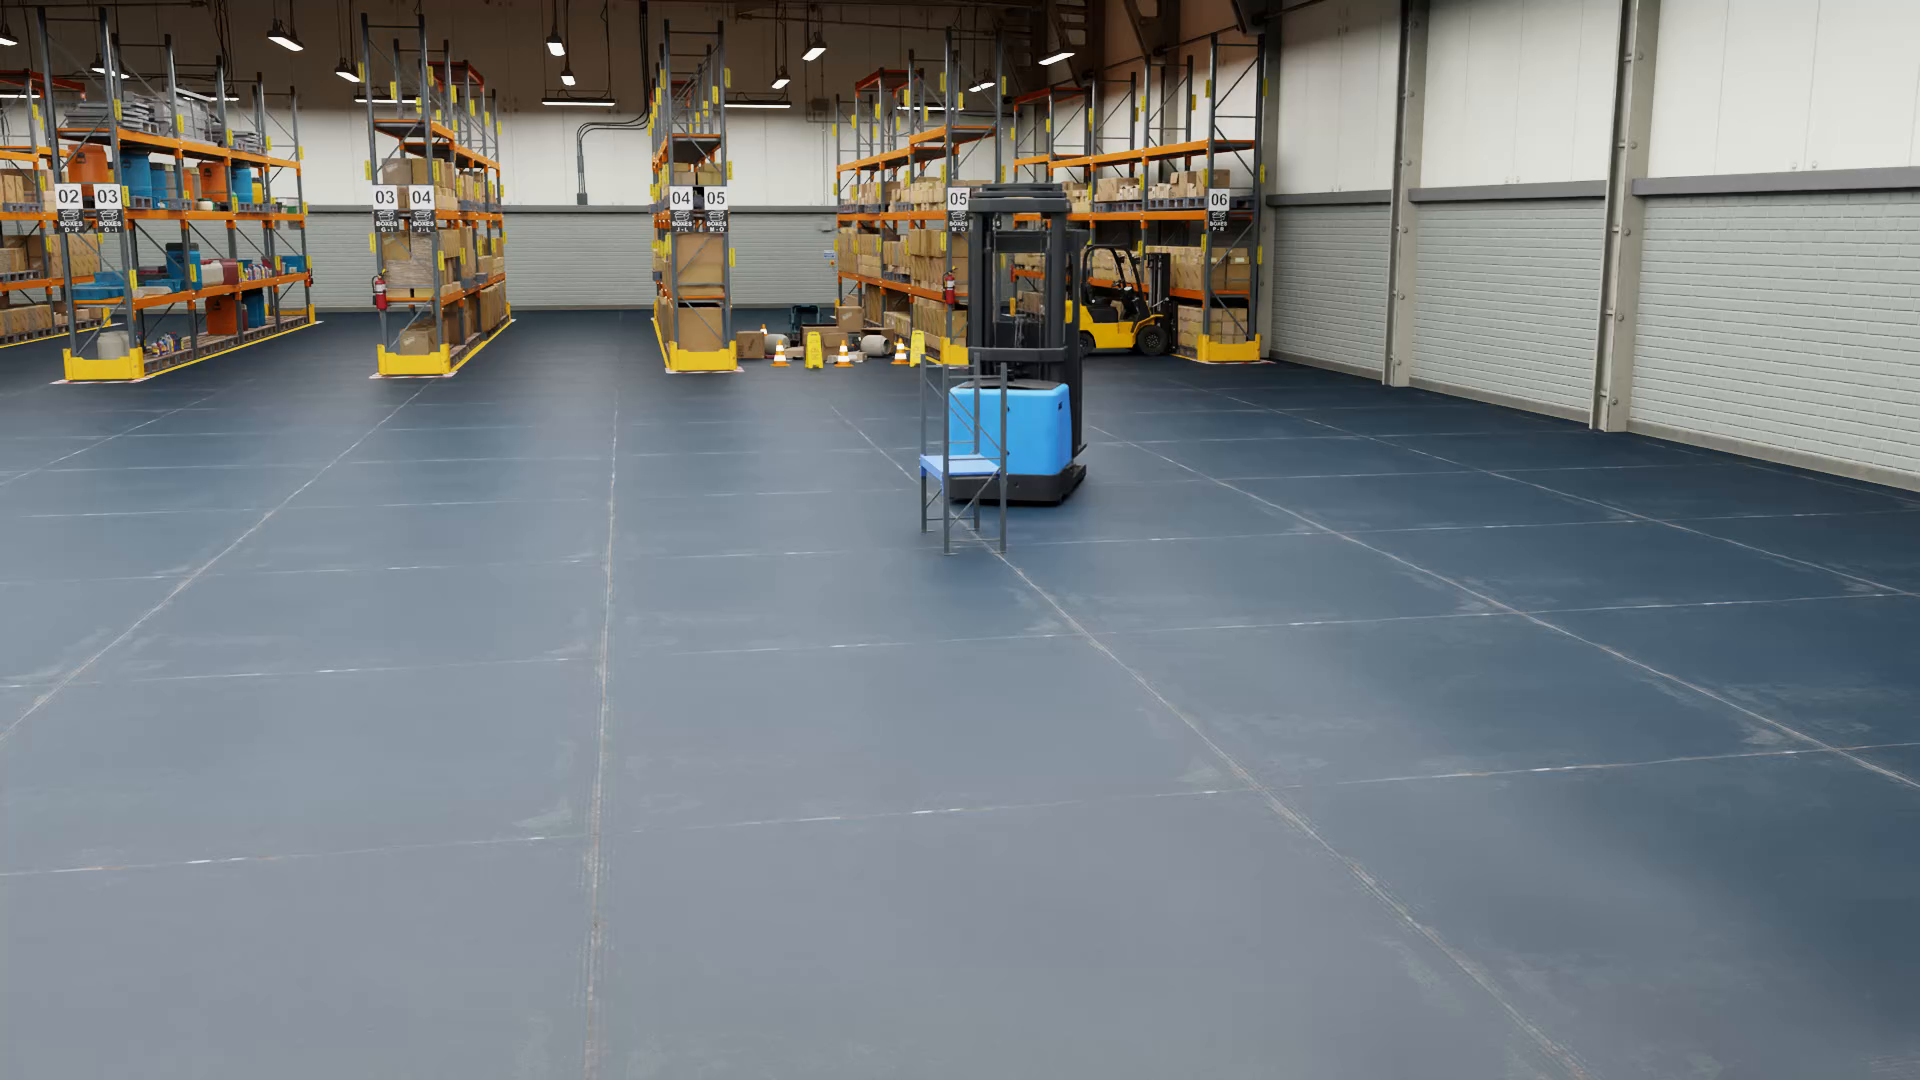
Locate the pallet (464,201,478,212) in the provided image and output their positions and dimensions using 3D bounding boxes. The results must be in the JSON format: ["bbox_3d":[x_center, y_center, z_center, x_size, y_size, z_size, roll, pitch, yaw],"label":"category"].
[{"bbox_3d":[-10.472,-6.787,33.815,1.213,0.211,1.003,-2,11,-11],"label":"pallet"}]

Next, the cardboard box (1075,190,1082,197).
[{"bbox_3d":[3.001,-8.360,40.115,0.380,0.149,0.250,-2,11,-12],"label":"cardboard box"}]

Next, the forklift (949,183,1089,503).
[{"bbox_3d":[0.671,-2.016,16.451,1.130,2.935,3.031,2,11,11],"label":"forklift"}]

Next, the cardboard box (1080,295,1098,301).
[{"bbox_3d":[3.123,-5.851,40.244,0.380,0.149,0.250,-2,11,-13],"label":"cardboard box"}]

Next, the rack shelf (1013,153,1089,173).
[{"bbox_3d":[2.392,-10.067,44.452,1.077,0.370,4.000,-2,11,-11],"label":"rack shelf"}]

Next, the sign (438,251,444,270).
[{"bbox_3d":[-8.941,-4.810,28.632,0.100,0.325,0.005,-2,11,-11],"label":"sign"}]

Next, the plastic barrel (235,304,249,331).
[{"bbox_3d":[-16.219,-4.970,37.115,0.600,0.588,0.708,-2,11,-11],"label":"plastic barrel"}]

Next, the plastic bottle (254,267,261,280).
[{"bbox_3d":[-16.103,-6.105,38.082,0.152,0.276,0.135,-2,11,-11],"label":"plastic bottle"}]

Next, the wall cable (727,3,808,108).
[{"bbox_3d":[-5.765,-14.531,49.928,2.355,3.000,0.029,-2,11,-11],"label":"wall cable"}]

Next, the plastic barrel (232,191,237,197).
[{"bbox_3d":[-15.869,-7.459,36.132,0.294,0.245,0.294,0,11,0],"label":"plastic barrel"}]

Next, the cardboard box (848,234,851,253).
[{"bbox_3d":[-2.648,-7.730,43.344,0.500,0.500,0.500,-2,11,-10],"label":"cardboard box"}]

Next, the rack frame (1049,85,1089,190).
[{"bbox_3d":[2.781,-10.055,42.457,1.000,3.000,0.127,-2,11,-11],"label":"rack frame"}]

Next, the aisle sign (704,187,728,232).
[{"bbox_3d":[-4.281,-5.802,29.206,0.394,0.787,0.004,-2,11,-11],"label":"aisle sign"}]

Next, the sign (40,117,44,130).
[{"bbox_3d":[-22.836,-10.365,41.379,0.100,0.325,0.005,-2,11,-11],"label":"sign"}]

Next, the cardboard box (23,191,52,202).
[{"bbox_3d":[-21.376,-7.950,38.486,0.500,0.250,0.500,-2,11,-11],"label":"cardboard box"}]

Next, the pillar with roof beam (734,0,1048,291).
[{"bbox_3d":[-1.860,-11.159,48.259,9.100,9.000,0.548,-2,11,-11],"label":"pillar with roof beam"}]

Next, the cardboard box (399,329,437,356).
[{"bbox_3d":[-9.579,-3.459,29.409,0.500,0.500,0.500,0,11,0],"label":"cardboard box"}]

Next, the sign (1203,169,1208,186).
[{"bbox_3d":[4.580,-6.759,31.009,0.100,0.325,0.005,-2,11,-11],"label":"sign"}]

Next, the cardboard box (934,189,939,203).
[{"bbox_3d":[-0.200,-6.449,31.138,0.500,0.250,0.500,-2,11,-12],"label":"cardboard box"}]

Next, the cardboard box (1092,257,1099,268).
[{"bbox_3d":[3.382,-6.455,38.652,0.500,0.250,0.500,-2,11,-11],"label":"cardboard box"}]

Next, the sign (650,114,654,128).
[{"bbox_3d":[-7.459,-10.157,40.281,0.100,0.325,0.005,-2,11,-11],"label":"sign"}]

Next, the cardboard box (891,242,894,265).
[{"bbox_3d":[-1.230,-6.311,36.646,0.500,0.500,0.500,-2,11,-10],"label":"cardboard box"}]

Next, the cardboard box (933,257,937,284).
[{"bbox_3d":[-0.222,-5.103,31.419,0.500,0.500,0.500,-2,11,-11],"label":"cardboard box"}]

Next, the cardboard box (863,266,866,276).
[{"bbox_3d":[-2.074,-6.573,40.611,0.500,0.250,0.500,-2,11,-11],"label":"cardboard box"}]

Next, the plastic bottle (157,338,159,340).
[{"bbox_3d":[-14.679,-3.565,30.491,0.061,0.283,0.133,-2,11,-11],"label":"plastic bottle"}]

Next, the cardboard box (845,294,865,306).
[{"bbox_3d":[-2.638,-6.490,45.504,0.875,0.438,0.875,-3,11,-13],"label":"cardboard box"}]

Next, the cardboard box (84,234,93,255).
[{"bbox_3d":[-21.848,-7.316,41.172,0.500,0.500,0.500,-2,11,-9],"label":"cardboard box"}]

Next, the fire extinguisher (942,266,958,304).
[{"bbox_3d":[-0.183,-4.650,30.312,0.296,0.674,0.183,-2,11,-11],"label":"fire extinguisher"}]

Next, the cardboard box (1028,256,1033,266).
[{"bbox_3d":[2.148,-7.543,44.908,0.500,0.250,0.500,-2,11,-13],"label":"cardboard box"}]

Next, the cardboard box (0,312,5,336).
[{"bbox_3d":[-20.556,-4.555,35.115,0.500,0.500,0.500,-2,11,-9],"label":"cardboard box"}]

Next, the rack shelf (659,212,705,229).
[{"bbox_3d":[-5.756,-6.748,35.028,1.077,0.370,4.000,-2,11,-11],"label":"rack shelf"}]

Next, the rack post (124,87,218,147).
[{"bbox_3d":[-15.577,-8.322,32.819,1.013,1.000,3.121,-2,11,-11],"label":"rack post"}]

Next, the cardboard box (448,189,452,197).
[{"bbox_3d":[-9.730,-6.501,31.141,0.380,0.149,0.250,-2,11,-13],"label":"cardboard box"}]

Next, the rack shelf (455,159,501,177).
[{"bbox_3d":[-12.197,-9.330,41.644,1.077,0.370,4.000,-2,11,-11],"label":"rack shelf"}]

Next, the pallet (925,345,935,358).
[{"bbox_3d":[-0.125,-3.743,32.800,1.003,0.211,1.213,-2,11,-11],"label":"pallet"}]

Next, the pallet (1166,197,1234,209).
[{"bbox_3d":[4.762,-6.692,33.047,1.003,0.211,1.213,-2,11,-11],"label":"pallet"}]

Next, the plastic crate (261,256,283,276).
[{"bbox_3d":[-16.594,-6.620,40.123,0.402,0.464,0.583,-2,11,-11],"label":"plastic crate"}]

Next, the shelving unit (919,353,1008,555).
[{"bbox_3d":[0.017,-0.721,13.474,0.538,1.500,1.048,-2,11,-11],"label":"shelving unit"}]

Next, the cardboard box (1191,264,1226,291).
[{"bbox_3d":[4.762,-5.037,31.870,0.500,0.500,0.500,-2,11,-12],"label":"cardboard box"}]

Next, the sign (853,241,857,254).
[{"bbox_3d":[-2.631,-7.370,41.870,0.100,0.325,0.005,-2,11,-11],"label":"sign"}]

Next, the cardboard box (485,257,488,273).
[{"bbox_3d":[-11.158,-6.261,38.301,0.500,0.500,0.500,-2,11,-11],"label":"cardboard box"}]

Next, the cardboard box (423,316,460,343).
[{"bbox_3d":[-10.350,-4.201,33.252,0.700,0.500,0.500,-3,11,-15],"label":"cardboard box"}]

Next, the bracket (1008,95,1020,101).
[{"bbox_3d":[1.391,-13.660,51.770,0.076,0.066,5.218,-2,11,-11],"label":"bracket"}]

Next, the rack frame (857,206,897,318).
[{"bbox_3d":[-2.087,-6.927,42.066,1.000,3.000,0.127,-2,11,-11],"label":"rack frame"}]

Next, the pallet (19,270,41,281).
[{"bbox_3d":[-21.477,-5.962,37.511,1.003,0.211,1.213,-2,11,-11],"label":"pallet"}]

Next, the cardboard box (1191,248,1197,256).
[{"bbox_3d":[4.683,-5.570,32.141,0.380,0.149,0.250,-2,11,-10],"label":"cardboard box"}]

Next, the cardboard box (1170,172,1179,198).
[{"bbox_3d":[4.613,-7.059,33.073,0.797,0.503,0.637,-2,11,-9],"label":"cardboard box"}]

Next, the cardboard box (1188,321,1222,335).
[{"bbox_3d":[4.714,-4.086,32.035,0.500,0.250,0.500,-2,11,-12],"label":"cardboard box"}]

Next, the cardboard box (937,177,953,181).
[{"bbox_3d":[-0.358,-7.524,35.123,0.500,0.250,0.500,-2,11,-12],"label":"cardboard box"}]

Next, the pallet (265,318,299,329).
[{"bbox_3d":[-17.088,-5.374,41.366,1.003,0.211,1.213,-2,11,-11],"label":"pallet"}]
